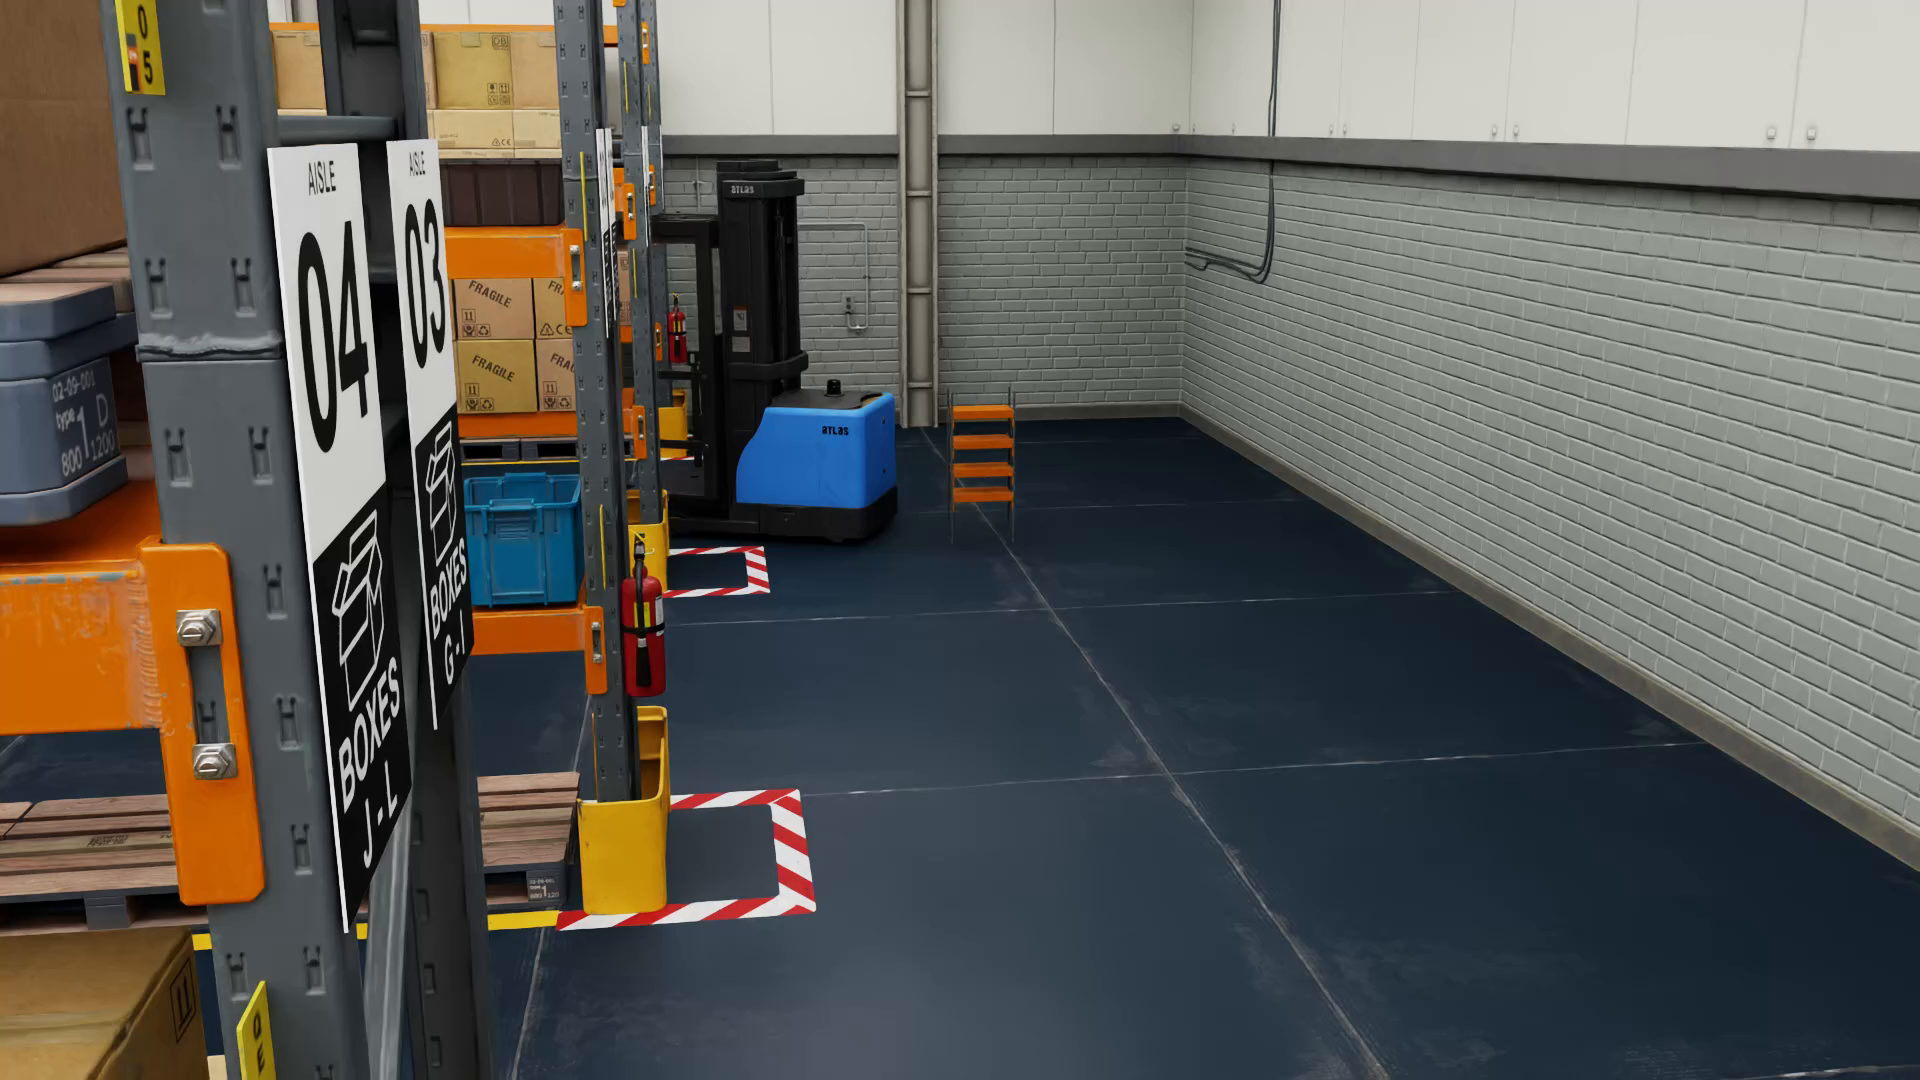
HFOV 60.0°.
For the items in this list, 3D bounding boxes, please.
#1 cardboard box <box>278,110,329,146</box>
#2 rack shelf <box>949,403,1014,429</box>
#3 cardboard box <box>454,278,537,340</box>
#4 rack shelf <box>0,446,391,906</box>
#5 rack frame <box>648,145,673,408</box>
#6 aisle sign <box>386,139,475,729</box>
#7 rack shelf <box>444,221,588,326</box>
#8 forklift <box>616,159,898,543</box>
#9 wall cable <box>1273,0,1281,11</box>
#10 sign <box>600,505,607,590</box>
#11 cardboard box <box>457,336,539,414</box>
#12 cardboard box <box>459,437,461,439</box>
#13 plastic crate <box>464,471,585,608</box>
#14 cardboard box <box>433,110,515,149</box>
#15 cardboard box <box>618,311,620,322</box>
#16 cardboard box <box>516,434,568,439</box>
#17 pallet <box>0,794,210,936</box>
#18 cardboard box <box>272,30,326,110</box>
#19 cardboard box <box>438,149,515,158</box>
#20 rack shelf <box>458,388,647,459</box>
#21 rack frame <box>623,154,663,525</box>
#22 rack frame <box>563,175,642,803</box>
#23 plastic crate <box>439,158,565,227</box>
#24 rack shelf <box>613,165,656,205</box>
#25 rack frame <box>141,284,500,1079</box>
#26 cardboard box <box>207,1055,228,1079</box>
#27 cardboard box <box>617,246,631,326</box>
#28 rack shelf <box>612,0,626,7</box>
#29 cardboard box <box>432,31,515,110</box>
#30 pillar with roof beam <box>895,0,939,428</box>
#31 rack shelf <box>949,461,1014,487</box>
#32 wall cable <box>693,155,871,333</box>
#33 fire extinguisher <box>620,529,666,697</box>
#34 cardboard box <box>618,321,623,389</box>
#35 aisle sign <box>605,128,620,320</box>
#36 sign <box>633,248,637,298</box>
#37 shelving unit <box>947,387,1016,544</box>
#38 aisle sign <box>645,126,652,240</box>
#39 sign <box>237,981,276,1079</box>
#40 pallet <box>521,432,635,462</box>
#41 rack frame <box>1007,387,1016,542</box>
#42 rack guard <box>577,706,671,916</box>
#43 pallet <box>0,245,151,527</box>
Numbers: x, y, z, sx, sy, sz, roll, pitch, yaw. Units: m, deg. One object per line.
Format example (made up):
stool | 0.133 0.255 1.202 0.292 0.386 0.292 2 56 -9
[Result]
cardboard box | -4.203 -2.705 10.957 0.500 0.250 0.500 -2 14 -8
rack shelf | 0.164 -0.969 13.004 0.480 0.148 0.258 -2 14 -8
cardboard box | -3.149 -1.648 11.367 0.500 0.500 0.500 -2 14 -7
rack shelf | -2.756 0.134 1.835 4.000 0.370 1.077 -2 14 -8
rack frame | -2.992 -2.407 16.654 0.127 3.000 1.000 -2 14 -8
aisle sign | -0.751 -0.168 2.383 0.004 0.787 0.394 -2 14 -8
rack shelf | -3.493 -1.058 6.585 4.000 0.370 1.077 -2 14 -8
forklift | -2.092 -1.564 13.433 3.031 2.935 1.130 3 14 13
wall cable | 3.058 -5.729 13.567 0.112 2.526 3.097 -2 14 -8
sign | -1.418 0.028 6.606 0.005 0.325 0.100 -2 14 -8
cardboard box | -3.165 -1.163 11.487 0.500 0.500 0.500 -2 14 -8
cardboard box | -5.187 -1.291 16.480 0.500 0.500 0.700 -2 14 -7
plastic crate | -1.819 -0.013 6.912 0.499 0.435 0.616 -2 14 -8
cardboard box | -3.214 -2.742 11.104 0.500 0.250 0.500 -2 14 -8
cardboard box | -2.728 -1.797 11.958 0.500 0.500 0.500 -2 14 -7
cardboard box | -4.164 -1.331 16.637 0.500 0.500 0.700 -2 14 -8
pallet | -3.541 1.392 7.236 1.213 0.211 1.003 -2 14 -8
cardboard box | -4.249 -3.144 11.166 0.500 0.500 0.700 -2 14 -8
cardboard box | -3.215 -2.500 11.168 0.500 0.250 0.500 -2 14 -8
rack shelf | -4.228 -0.794 11.702 4.000 0.370 1.077 -2 14 -8
rack frame | -2.250 -1.216 11.903 0.127 3.000 1.000 -2 14 -8
rack frame | -1.516 -0.024 7.152 0.127 3.000 1.000 -2 14 -8
plastic crate | -1.938 -1.469 7.014 0.590 0.269 0.497 -2 14 -8
rack shelf | -4.969 -3.441 16.087 4.000 0.370 1.077 -2 14 -8
rack frame | -0.778 1.167 2.401 0.127 3.000 1.000 -2 14 -8
cardboard box | -1.293 1.048 2.573 0.500 0.250 0.500 -2 14 -10
cardboard box | -3.494 -2.532 16.534 0.700 0.700 0.980 -1 14 -6
rack shelf | -4.228 -3.703 10.972 4.000 0.370 1.077 -2 14 -8
cardboard box | -3.263 -3.184 11.323 0.500 0.500 0.700 -2 14 -8
pillar with roof beam | 0.191 -4.587 13.015 0.400 9.000 9.100 -2 14 -8
rack shelf | 0.164 -0.523 13.116 0.480 0.148 0.258 -2 14 -8
wall cable | -1.866 -3.174 17.623 1.851 1.984 0.084 -2 14 -8
fire extinguisher | -1.299 0.298 6.792 0.183 0.674 0.296 -2 14 -8
cardboard box | -2.728 -1.312 12.080 0.500 0.500 0.500 -2 14 -7
aisle sign | -1.489 -1.359 7.131 0.004 0.787 0.394 -2 14 -8
sign | -2.187 -1.796 11.189 0.005 0.325 0.100 -2 14 -8
shelving unit | 0.164 -0.588 13.100 0.503 1.200 0.258 -2 14 -8
aisle sign | -2.226 -2.550 11.878 0.004 0.787 0.394 -2 14 -8
sign | -0.711 0.622 1.709 0.005 0.325 0.100 -2 14 -8
pallet | -3.771 -1.007 16.802 1.213 0.211 1.003 -2 14 -8
rack frame | 0.405 -0.597 13.135 0.015 1.200 0.240 -2 14 -8
rack guard | -1.494 1.184 7.472 0.348 0.500 1.175 -2 14 -8
pallet | -1.510 -0.215 1.930 1.213 0.211 1.003 -2 14 -8
